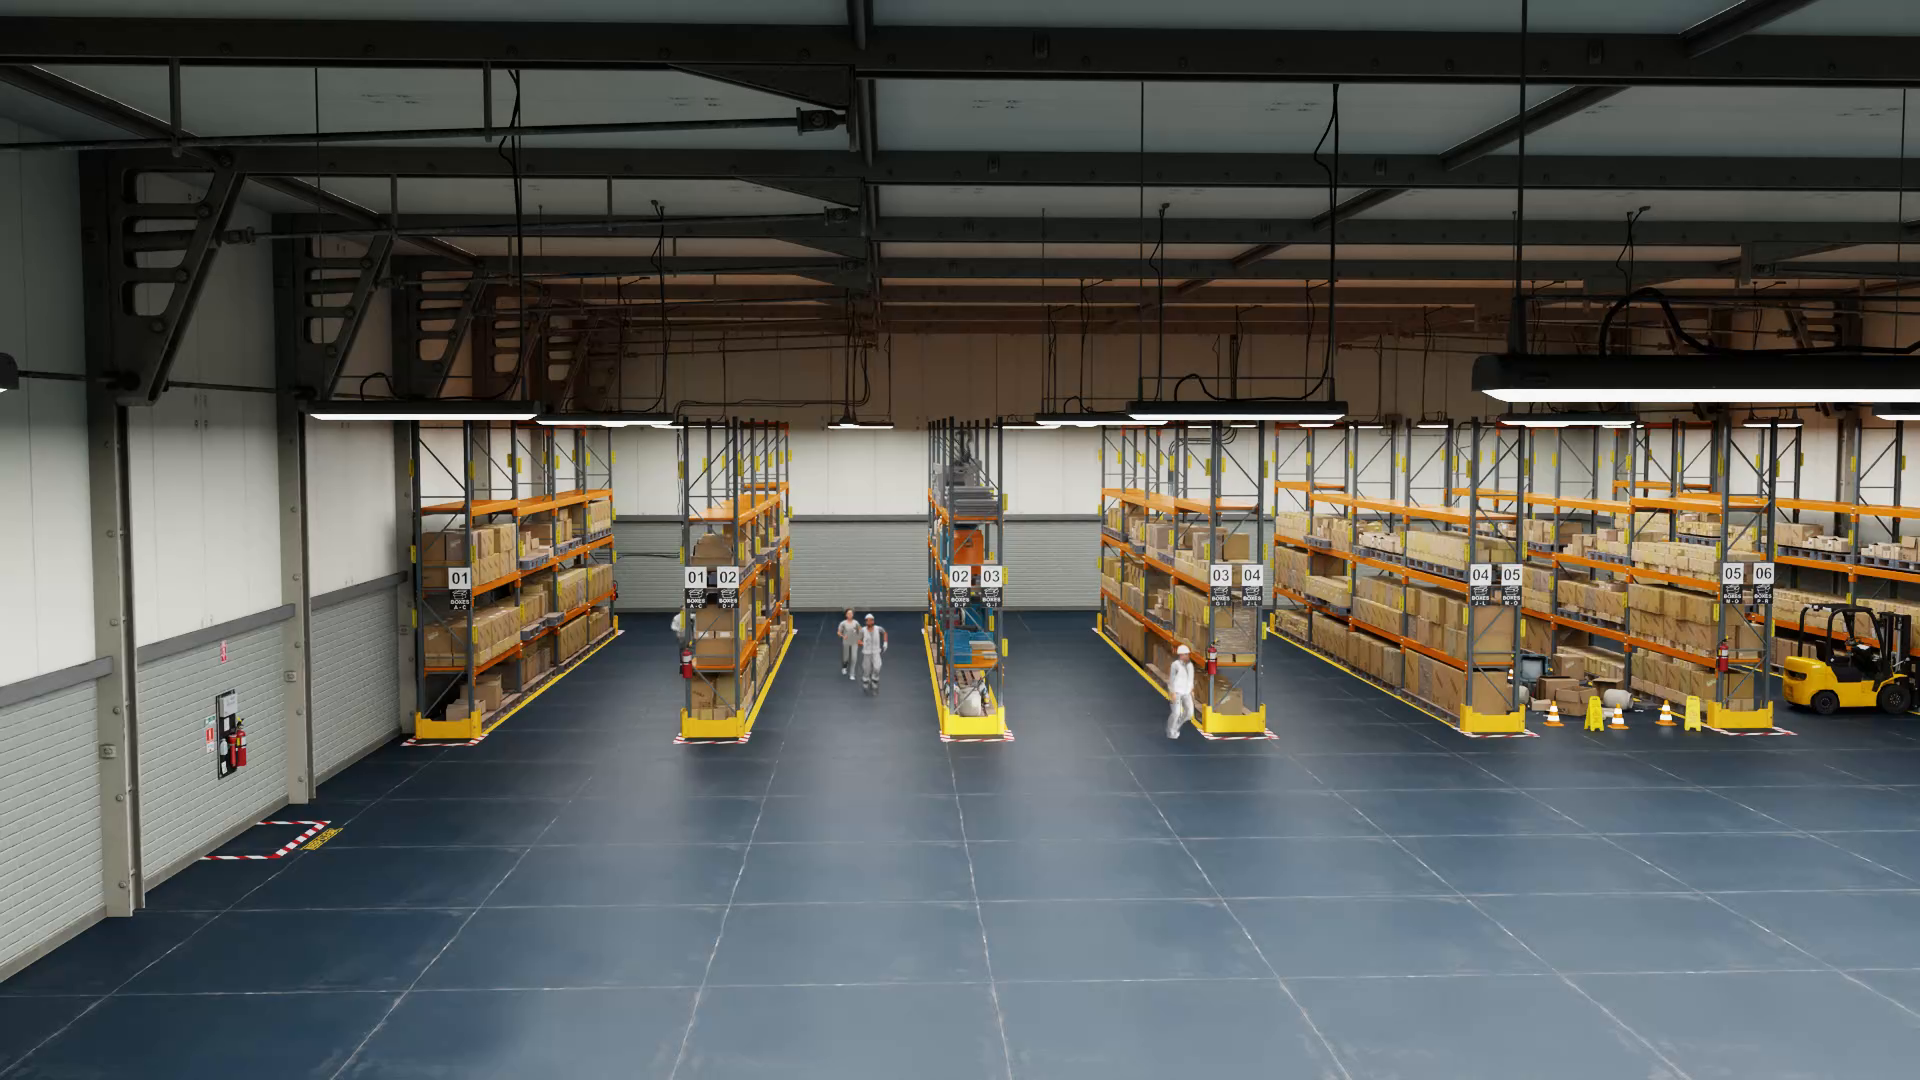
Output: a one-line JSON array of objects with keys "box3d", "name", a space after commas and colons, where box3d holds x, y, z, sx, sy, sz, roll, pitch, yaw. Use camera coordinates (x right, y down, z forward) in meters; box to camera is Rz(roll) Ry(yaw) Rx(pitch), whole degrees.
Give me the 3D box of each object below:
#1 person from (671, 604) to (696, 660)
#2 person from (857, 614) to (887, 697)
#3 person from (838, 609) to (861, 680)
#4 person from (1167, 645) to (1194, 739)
[{"box3d": [-6.528, 2.328, 39.450, 0.614, 1.693, 1.010, 0, 4, -6], "name": "person"}, {"box3d": [-1.902, 2.483, 35.938, 0.673, 1.790, 0.878, 0, 4, -5], "name": "person"}, {"box3d": [-2.536, 2.400, 38.424, 0.573, 1.628, 0.758, -1, 4, -14], "name": "person"}, {"box3d": [4.106, 2.825, 30.912, 0.566, 1.767, 0.491, -2, 4, -31], "name": "person"}]
